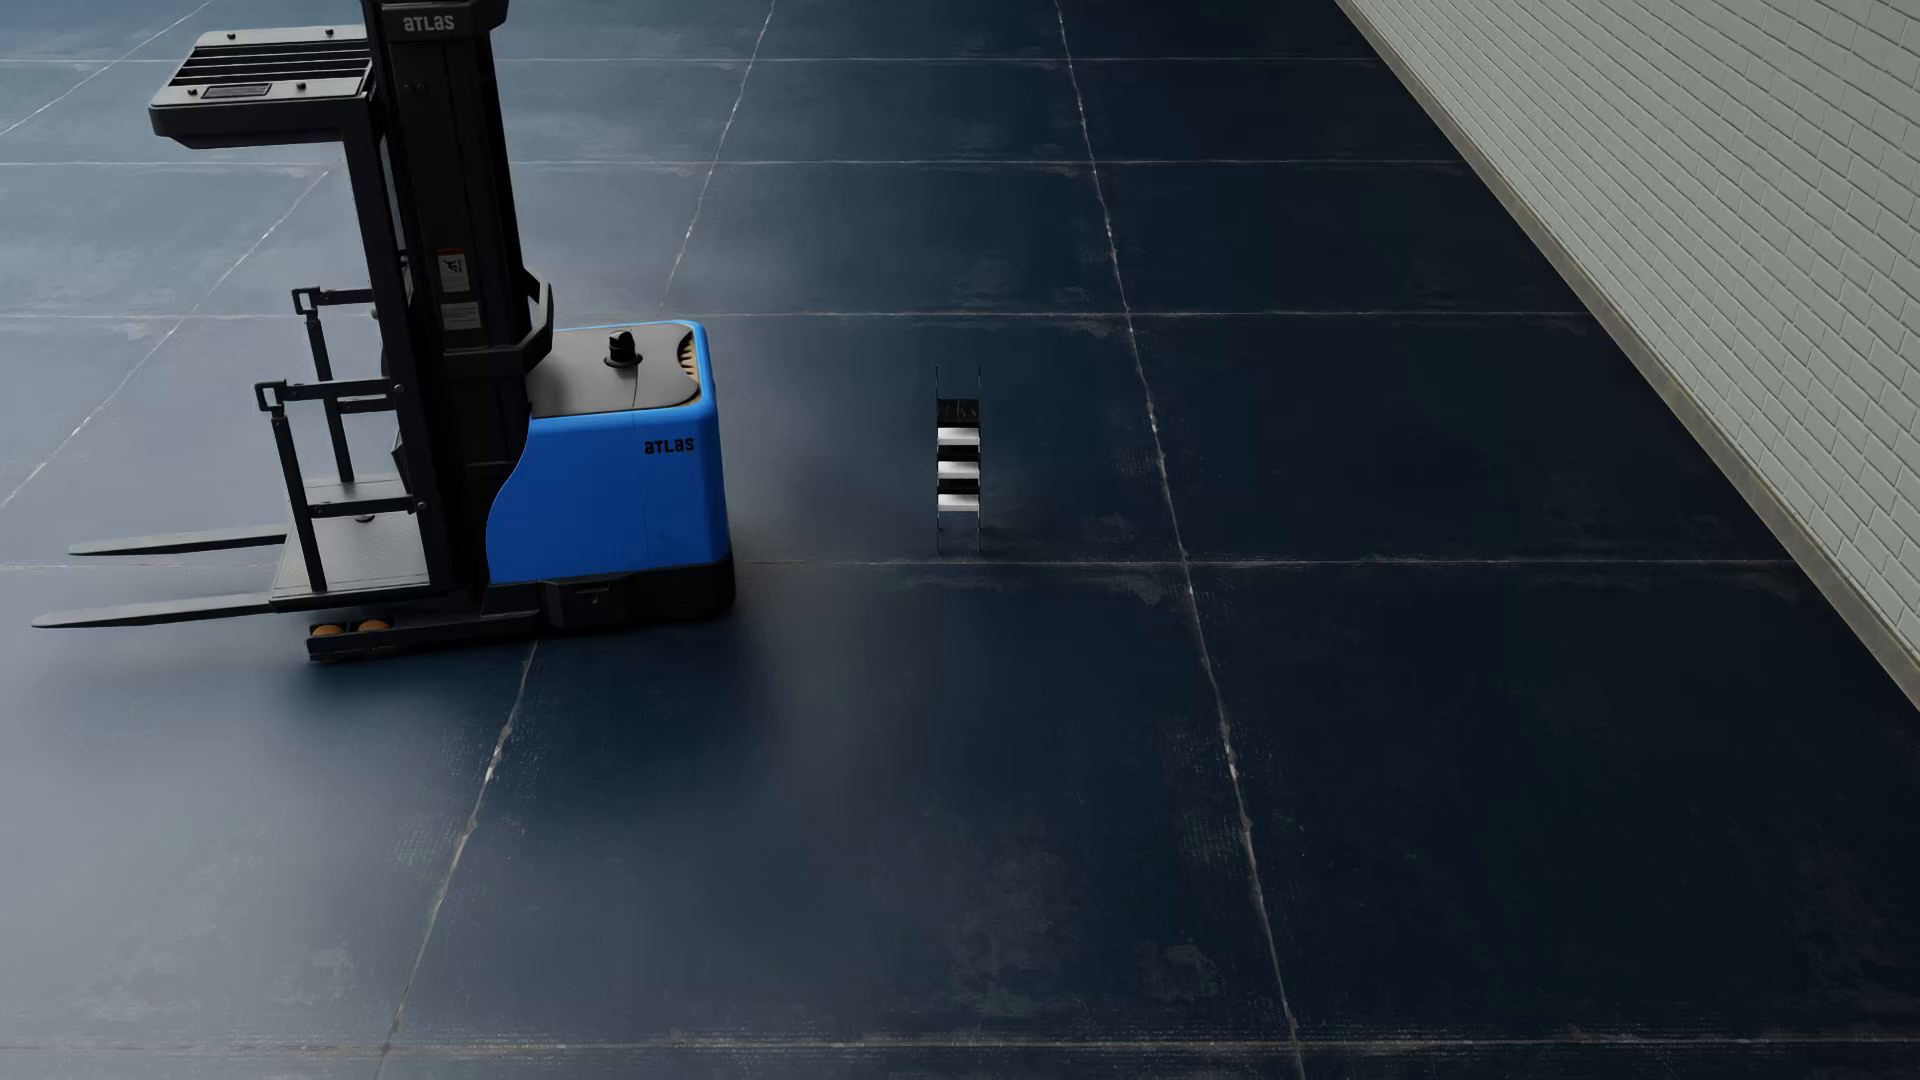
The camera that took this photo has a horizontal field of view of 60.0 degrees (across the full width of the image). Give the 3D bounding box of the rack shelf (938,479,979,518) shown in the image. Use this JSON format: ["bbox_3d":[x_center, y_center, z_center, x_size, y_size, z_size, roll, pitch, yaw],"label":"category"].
[{"bbox_3d":[-0.008,-0.202,8.127,0.200,0.077,0.258,0,31,0],"label":"rack shelf"}]

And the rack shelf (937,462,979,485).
[{"bbox_3d":[-0.008,-0.356,8.034,0.200,0.077,0.258,0,31,0],"label":"rack shelf"}]

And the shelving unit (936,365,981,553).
[{"bbox_3d":[-0.008,-0.385,8.017,0.210,0.900,0.258,0,31,0],"label":"shelving unit"}]

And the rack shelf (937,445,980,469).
[{"bbox_3d":[-0.008,-0.433,7.987,0.200,0.077,0.258,0,31,0],"label":"rack shelf"}]

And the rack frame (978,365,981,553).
[{"bbox_3d":[0.094,-0.385,8.017,0.006,0.900,0.240,0,31,0],"label":"rack frame"}]

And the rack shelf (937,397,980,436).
[{"bbox_3d":[-0.008,-0.587,7.894,0.200,0.077,0.258,0,31,0],"label":"rack shelf"}]

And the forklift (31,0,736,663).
[{"bbox_3d":[-2.605,-1.008,7.085,3.031,2.935,1.130,-6,32,-9],"label":"forklift"}]

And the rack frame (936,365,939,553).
[{"bbox_3d":[-0.110,-0.384,8.016,0.006,0.900,0.240,0,31,0],"label":"rack frame"}]

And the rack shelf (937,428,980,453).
[{"bbox_3d":[-0.008,-0.510,7.940,0.200,0.077,0.258,0,31,0],"label":"rack shelf"}]

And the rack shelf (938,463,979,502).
[{"bbox_3d":[-0.008,-0.279,8.081,0.200,0.077,0.258,0,31,0],"label":"rack shelf"}]
